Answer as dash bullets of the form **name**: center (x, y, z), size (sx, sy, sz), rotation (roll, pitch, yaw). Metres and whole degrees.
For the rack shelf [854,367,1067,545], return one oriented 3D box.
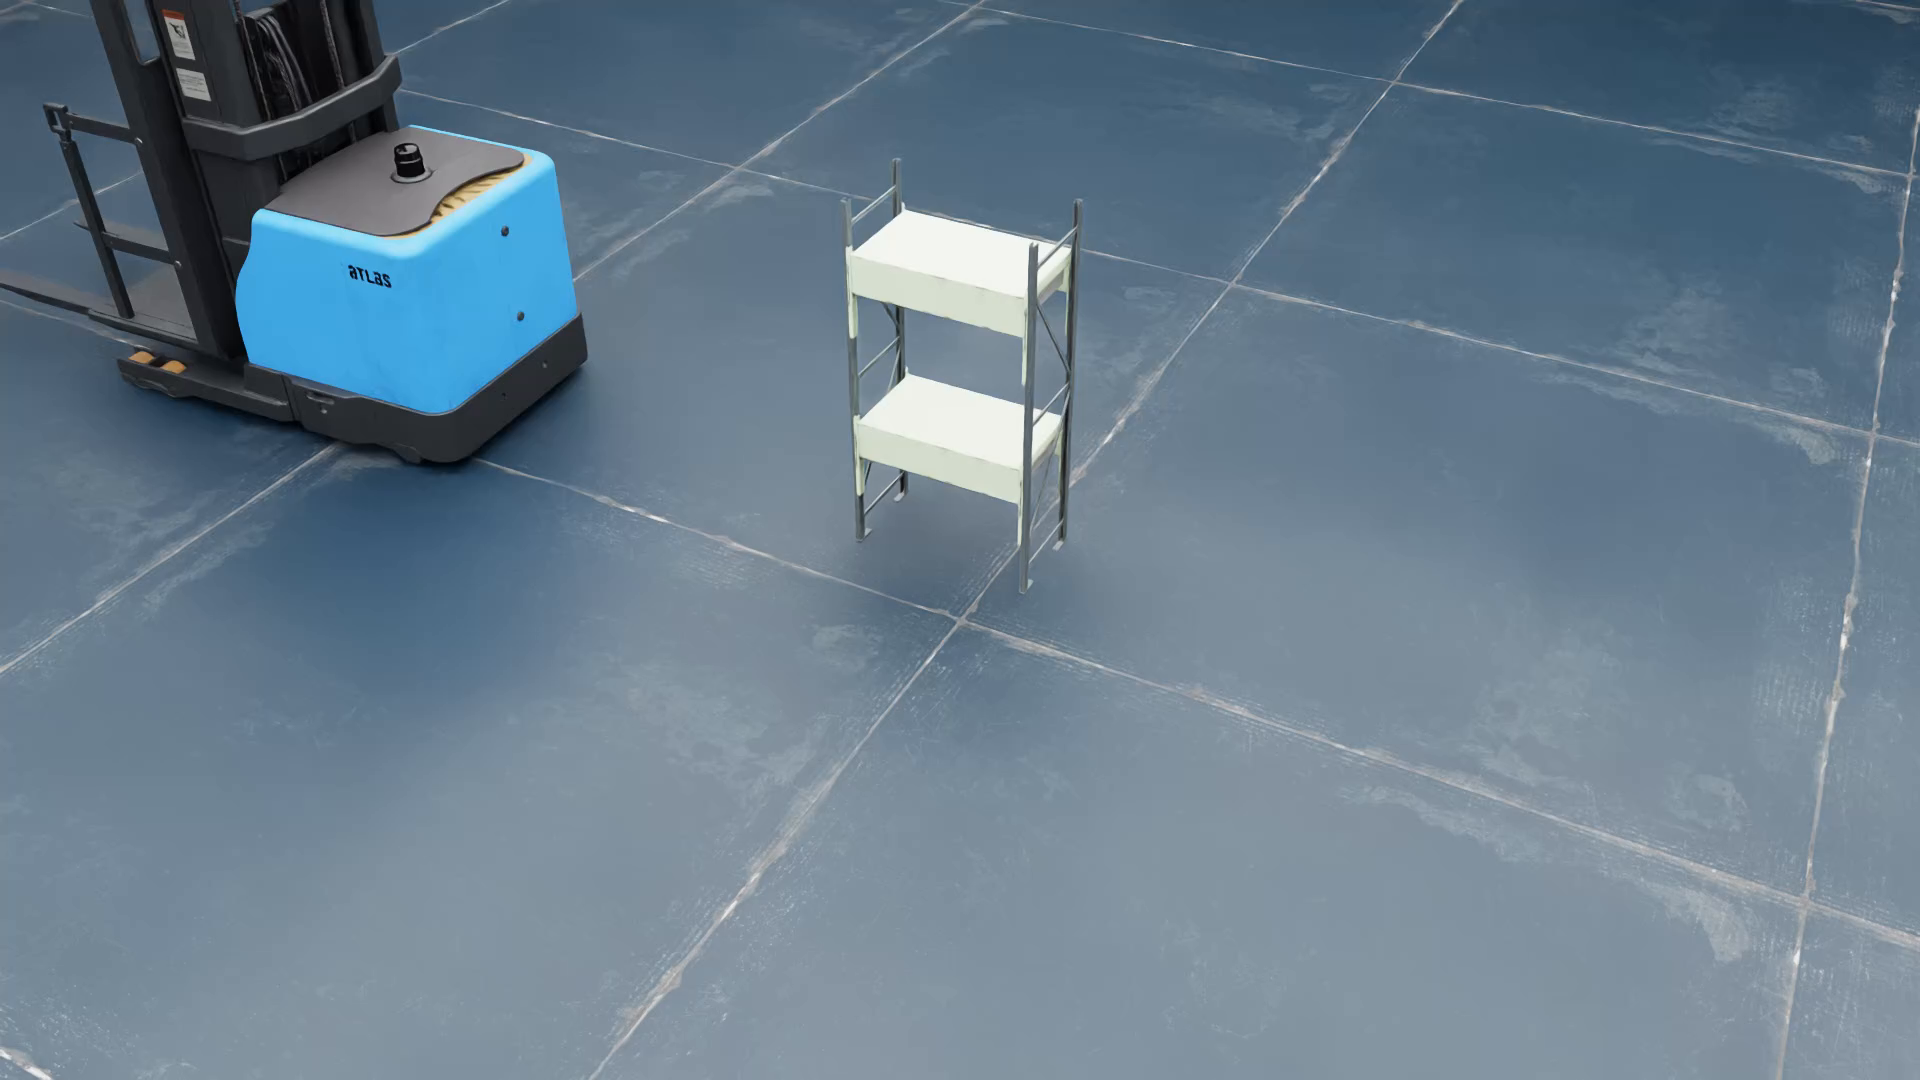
- **rack shelf**: center (0.006, -0.336, 6.491), size (0.720, 0.370, 0.431), rotation (17, 41, 21)

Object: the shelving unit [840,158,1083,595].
- **shelving unit**: center (0.006, -0.596, 6.294), size (0.755, 1.500, 0.431), rotation (17, 41, 21)

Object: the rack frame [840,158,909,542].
- **rack frame**: center (-0.319, -0.697, 6.428), size (0.023, 1.500, 0.400), rotation (17, 41, 21)

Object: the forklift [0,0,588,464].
- **forklift**: center (-3.295, -2.089, 7.078), size (3.031, 2.935, 1.130), rotation (16, 40, 20)

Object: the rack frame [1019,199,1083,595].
- **rack frame**: center (0.331, -0.494, 6.160), size (0.023, 1.500, 0.400), rotation (17, 41, 21)

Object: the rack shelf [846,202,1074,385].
- **rack shelf**: center (0.006, -0.906, 6.058), size (0.720, 0.370, 0.431), rotation (17, 41, 21)
